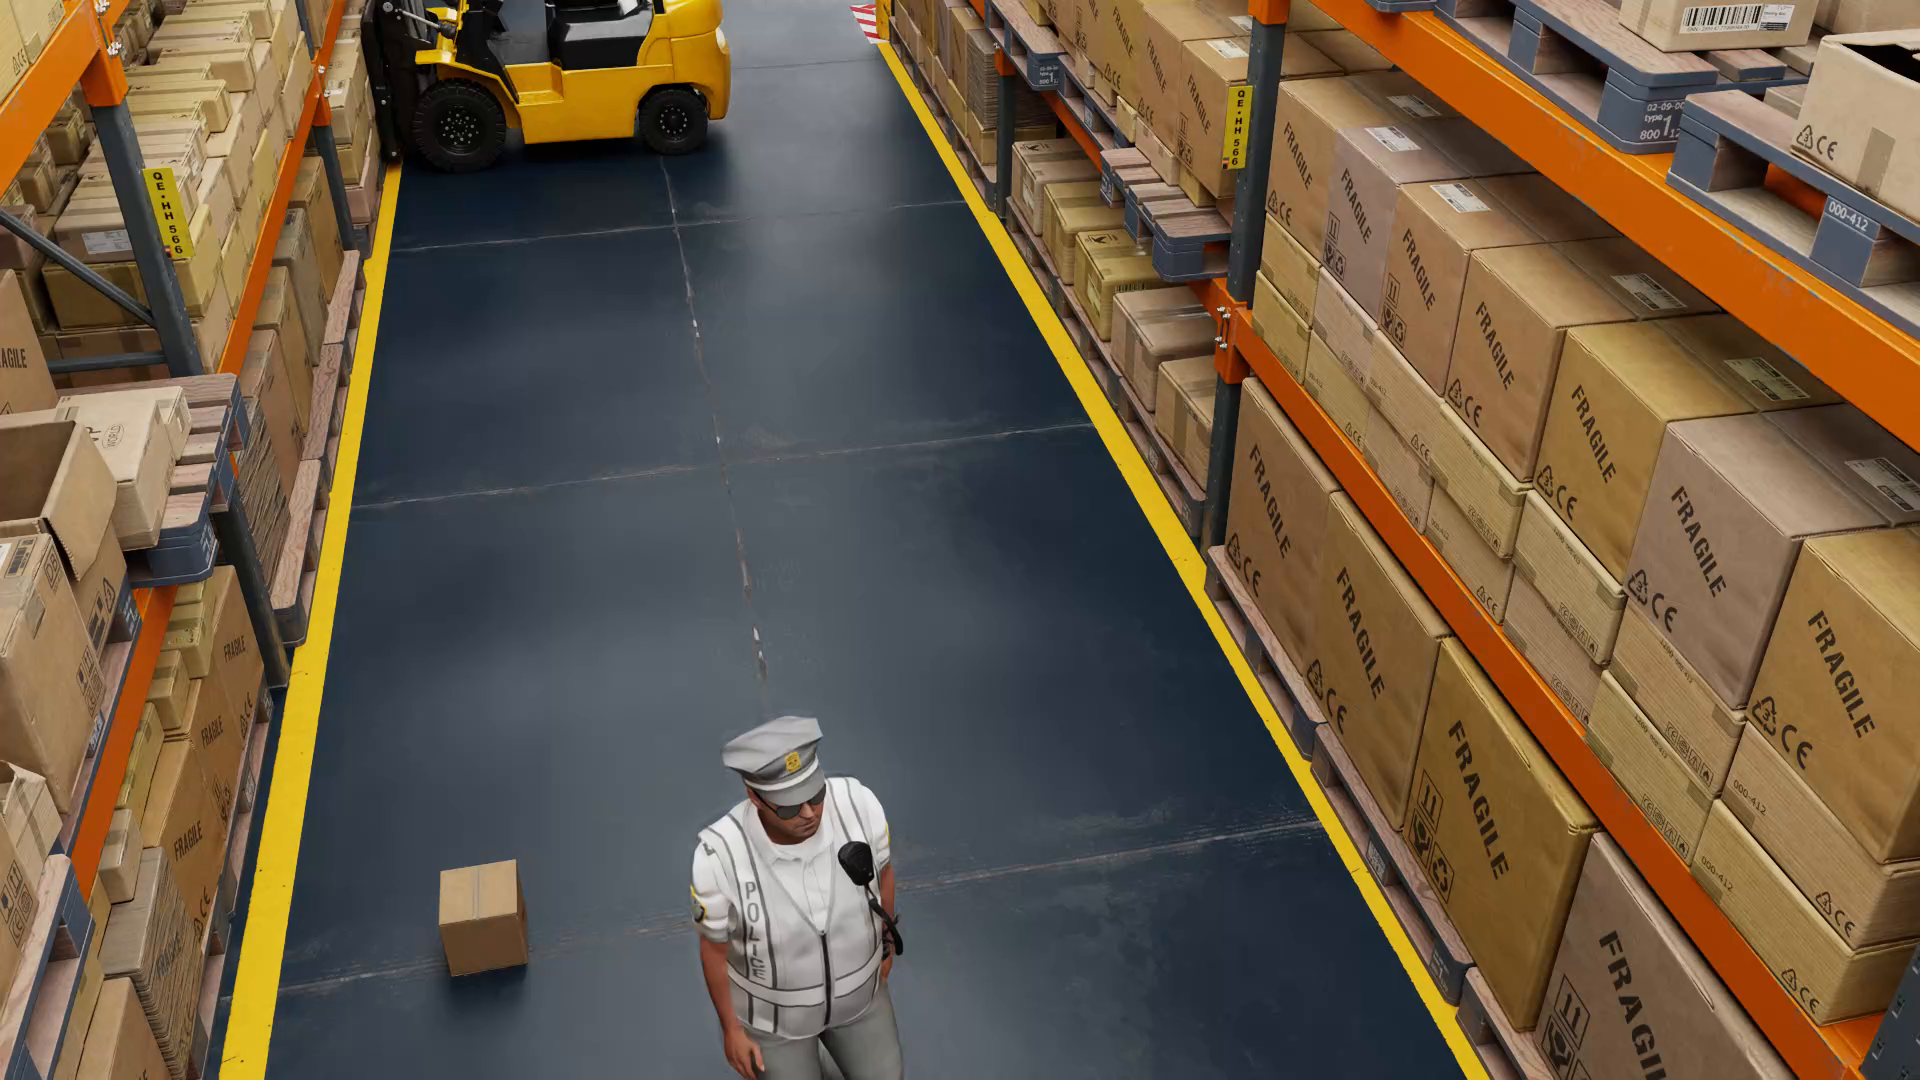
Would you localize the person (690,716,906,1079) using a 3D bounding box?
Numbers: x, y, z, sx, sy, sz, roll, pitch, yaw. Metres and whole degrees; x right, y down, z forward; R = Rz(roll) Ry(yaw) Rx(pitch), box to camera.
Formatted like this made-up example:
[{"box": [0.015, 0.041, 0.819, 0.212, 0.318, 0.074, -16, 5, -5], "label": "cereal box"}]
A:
[{"box": [-0.422, 1.130, 4.409, 0.545, 1.757, 0.570, -15, 37, -21], "label": "person"}]
